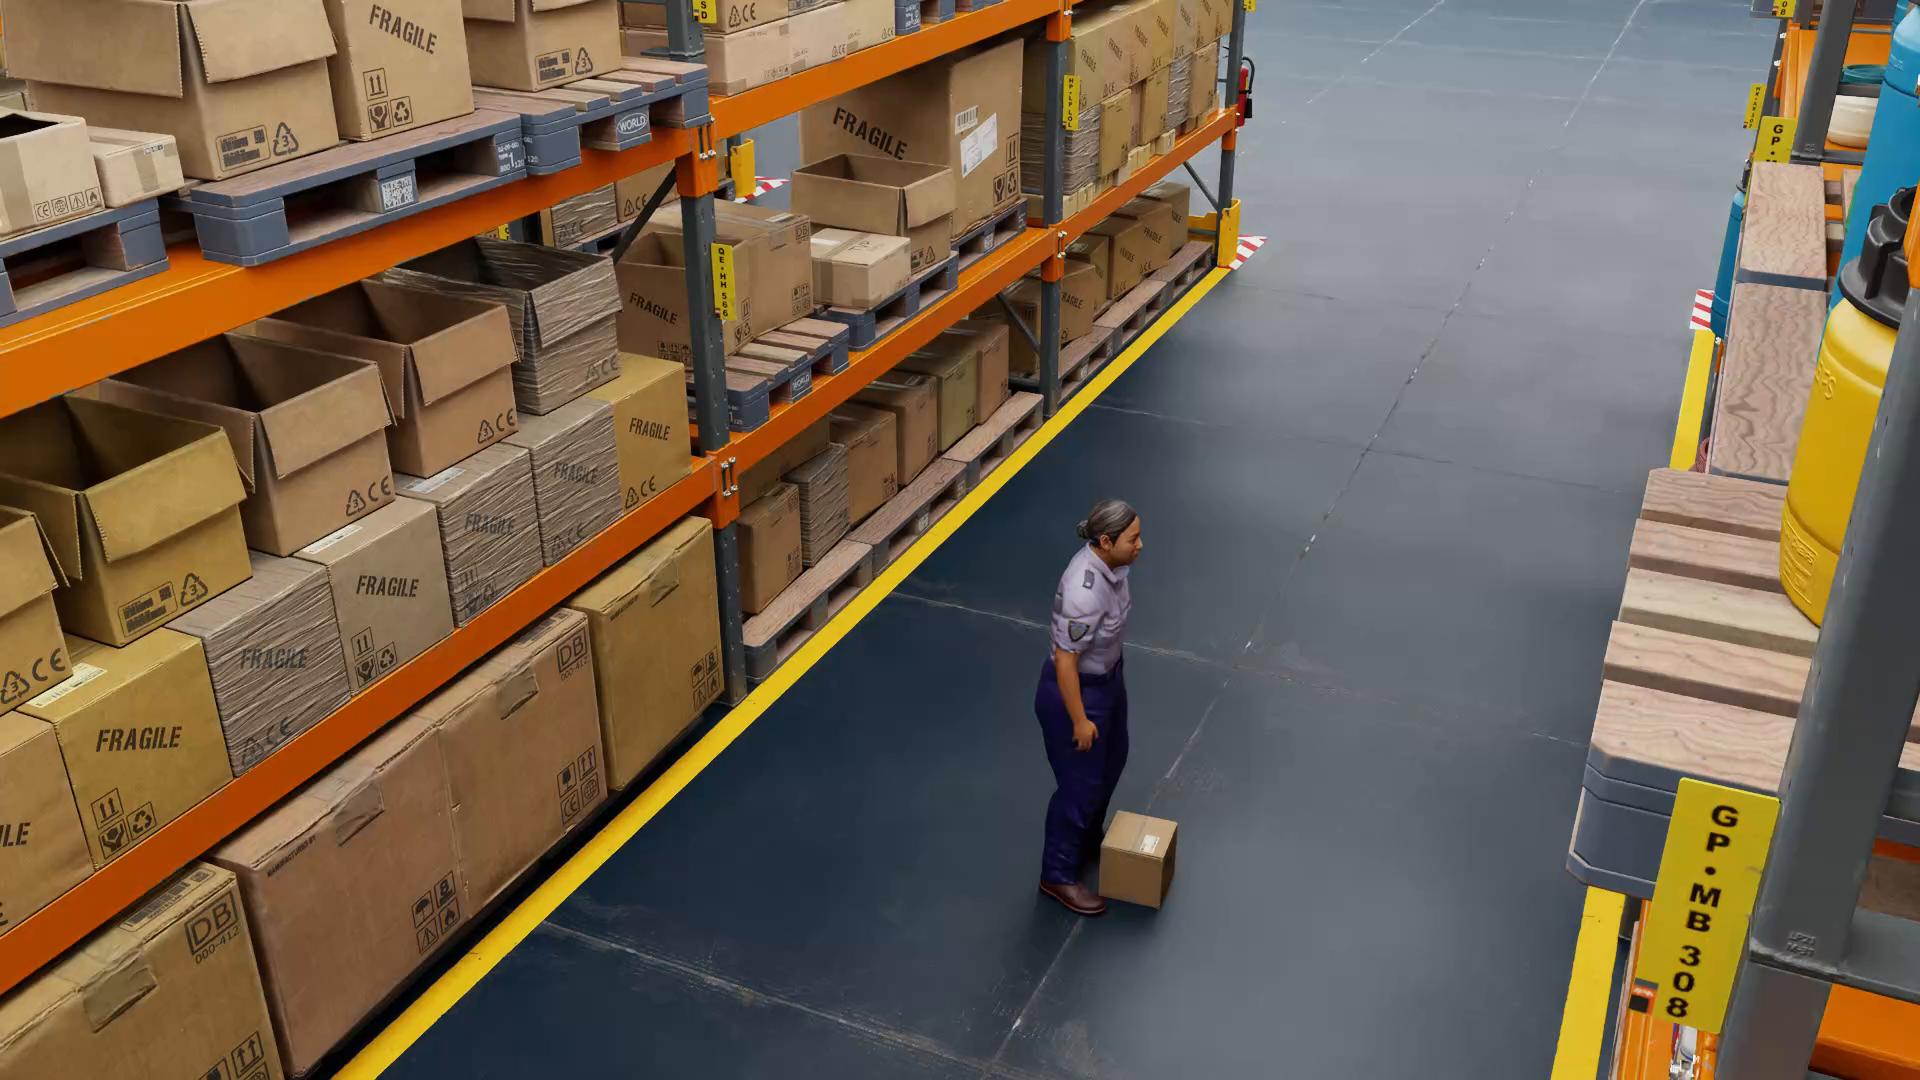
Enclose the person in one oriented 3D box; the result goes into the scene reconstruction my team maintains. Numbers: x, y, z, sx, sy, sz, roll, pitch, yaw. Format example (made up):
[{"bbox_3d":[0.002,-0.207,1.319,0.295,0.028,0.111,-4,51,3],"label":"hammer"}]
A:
[{"bbox_3d":[0.495,0.601,6.406,0.369,1.653,0.563,10,28,19],"label":"person"}]
